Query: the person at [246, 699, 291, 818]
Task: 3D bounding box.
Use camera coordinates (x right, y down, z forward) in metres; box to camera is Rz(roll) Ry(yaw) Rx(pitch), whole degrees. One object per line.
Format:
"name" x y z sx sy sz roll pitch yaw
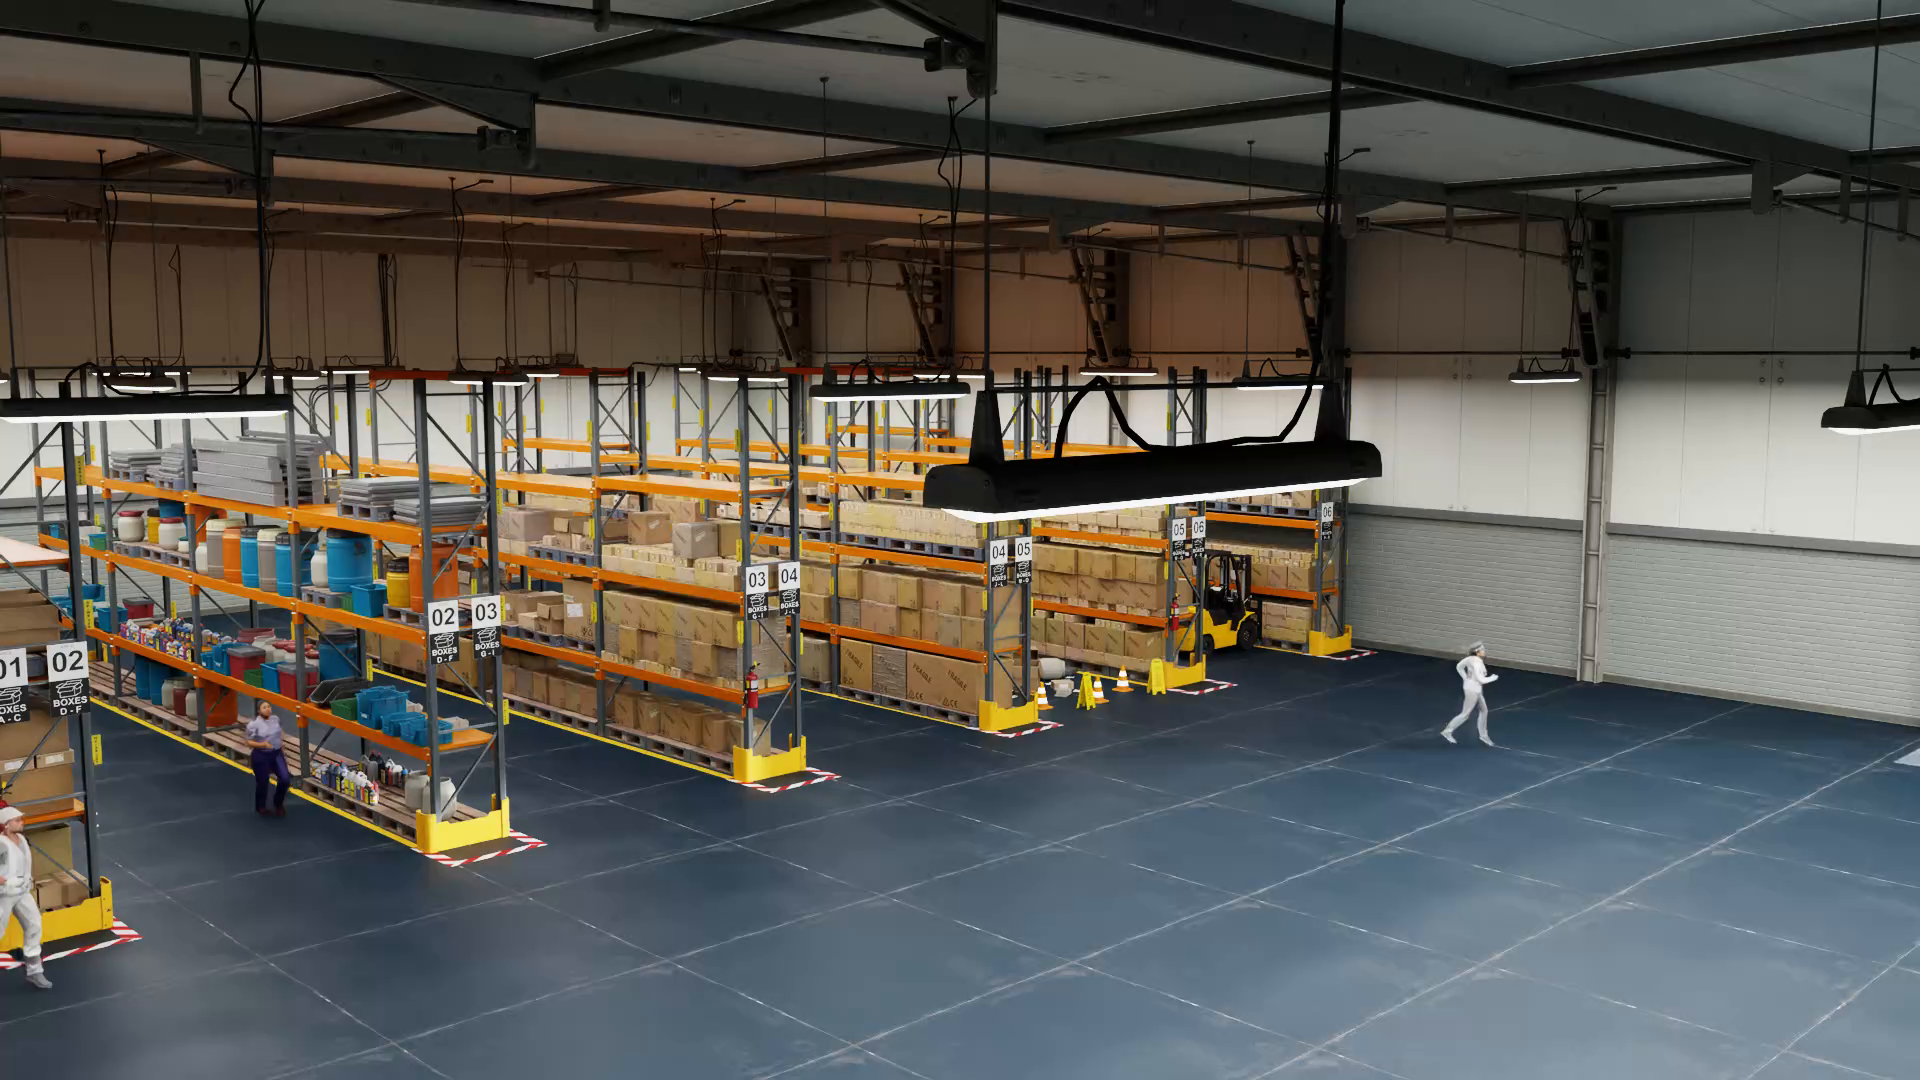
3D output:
"person" -9.395 2.990 22.602 0.685 1.650 0.580 6 9 44

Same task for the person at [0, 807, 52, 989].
"person" -9.486 3.567 16.656 0.907 1.786 0.708 1 6 7

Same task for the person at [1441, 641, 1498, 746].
"person" 8.191 2.475 26.767 0.891 1.737 0.622 1 6 6
